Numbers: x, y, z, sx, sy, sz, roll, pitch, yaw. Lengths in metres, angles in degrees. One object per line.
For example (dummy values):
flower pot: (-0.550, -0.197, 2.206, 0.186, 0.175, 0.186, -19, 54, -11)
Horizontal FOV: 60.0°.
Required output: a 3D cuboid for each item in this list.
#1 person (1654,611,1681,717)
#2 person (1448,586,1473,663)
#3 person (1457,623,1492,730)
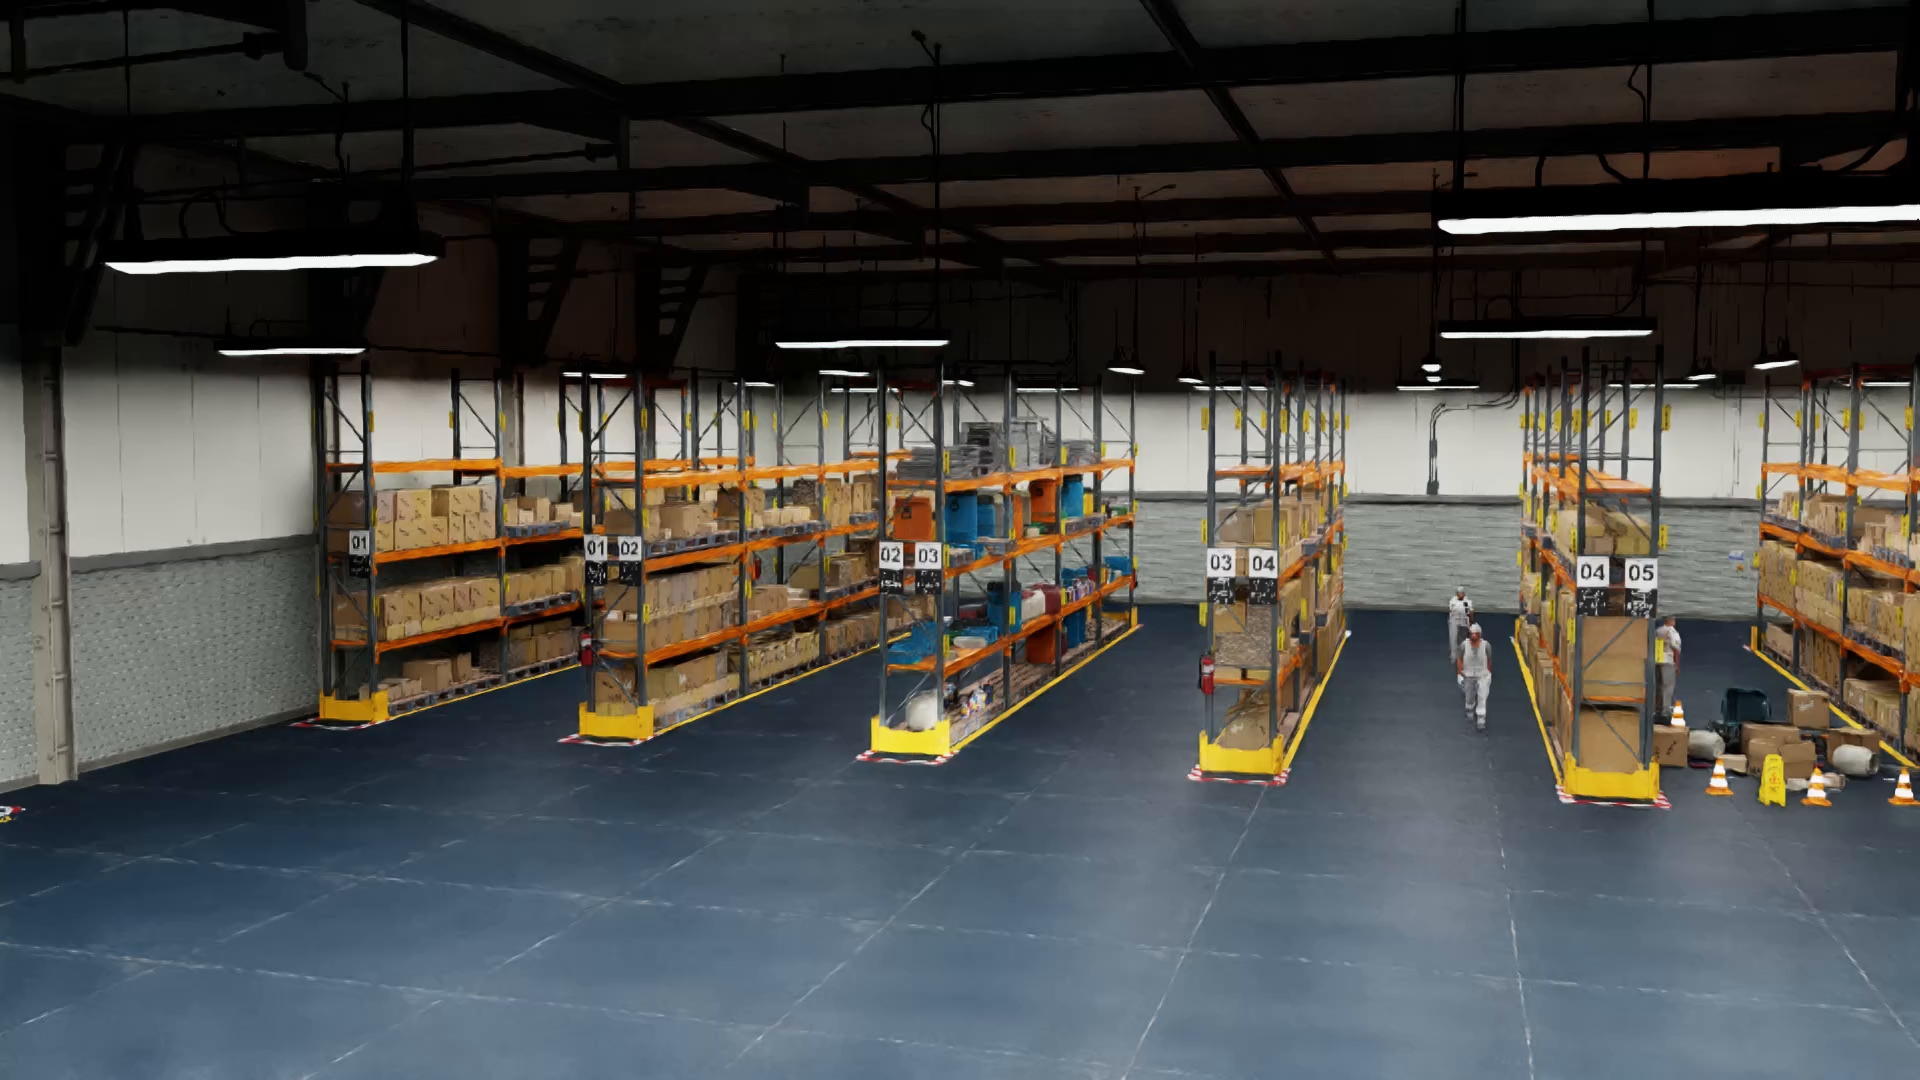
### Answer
person: (12.023, 2.094, 28.205, 0.492, 1.768, 0.628, -1, 4, -14)
person: (10.377, 1.731, 34.467, 0.482, 1.579, 1.082, 1, 4, 14)
person: (8.379, 2.199, 27.090, 0.553, 1.709, 1.123, 1, 4, 19)
